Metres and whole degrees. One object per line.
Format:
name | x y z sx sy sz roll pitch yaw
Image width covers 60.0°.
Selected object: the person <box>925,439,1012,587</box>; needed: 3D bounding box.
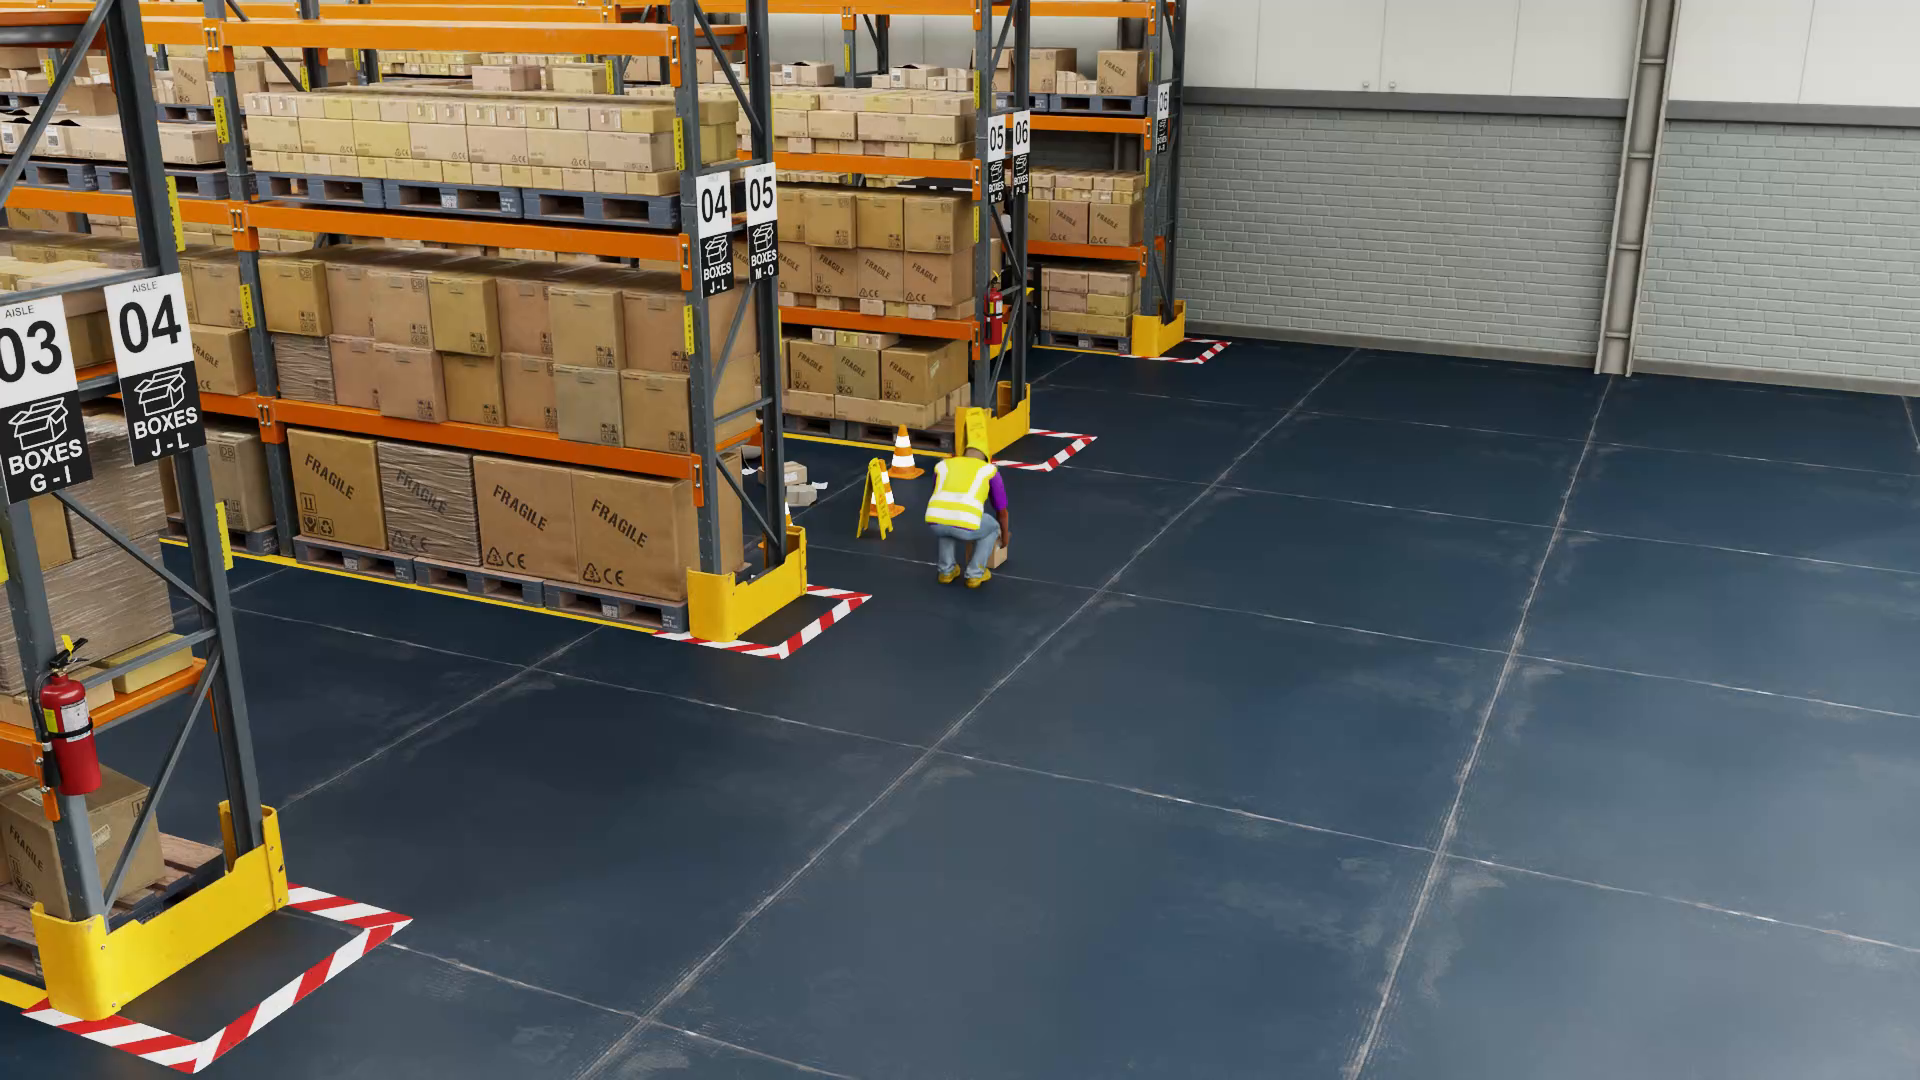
person | 0.018 -0.201 12.778 0.589 1.016 0.887 8 21 23
